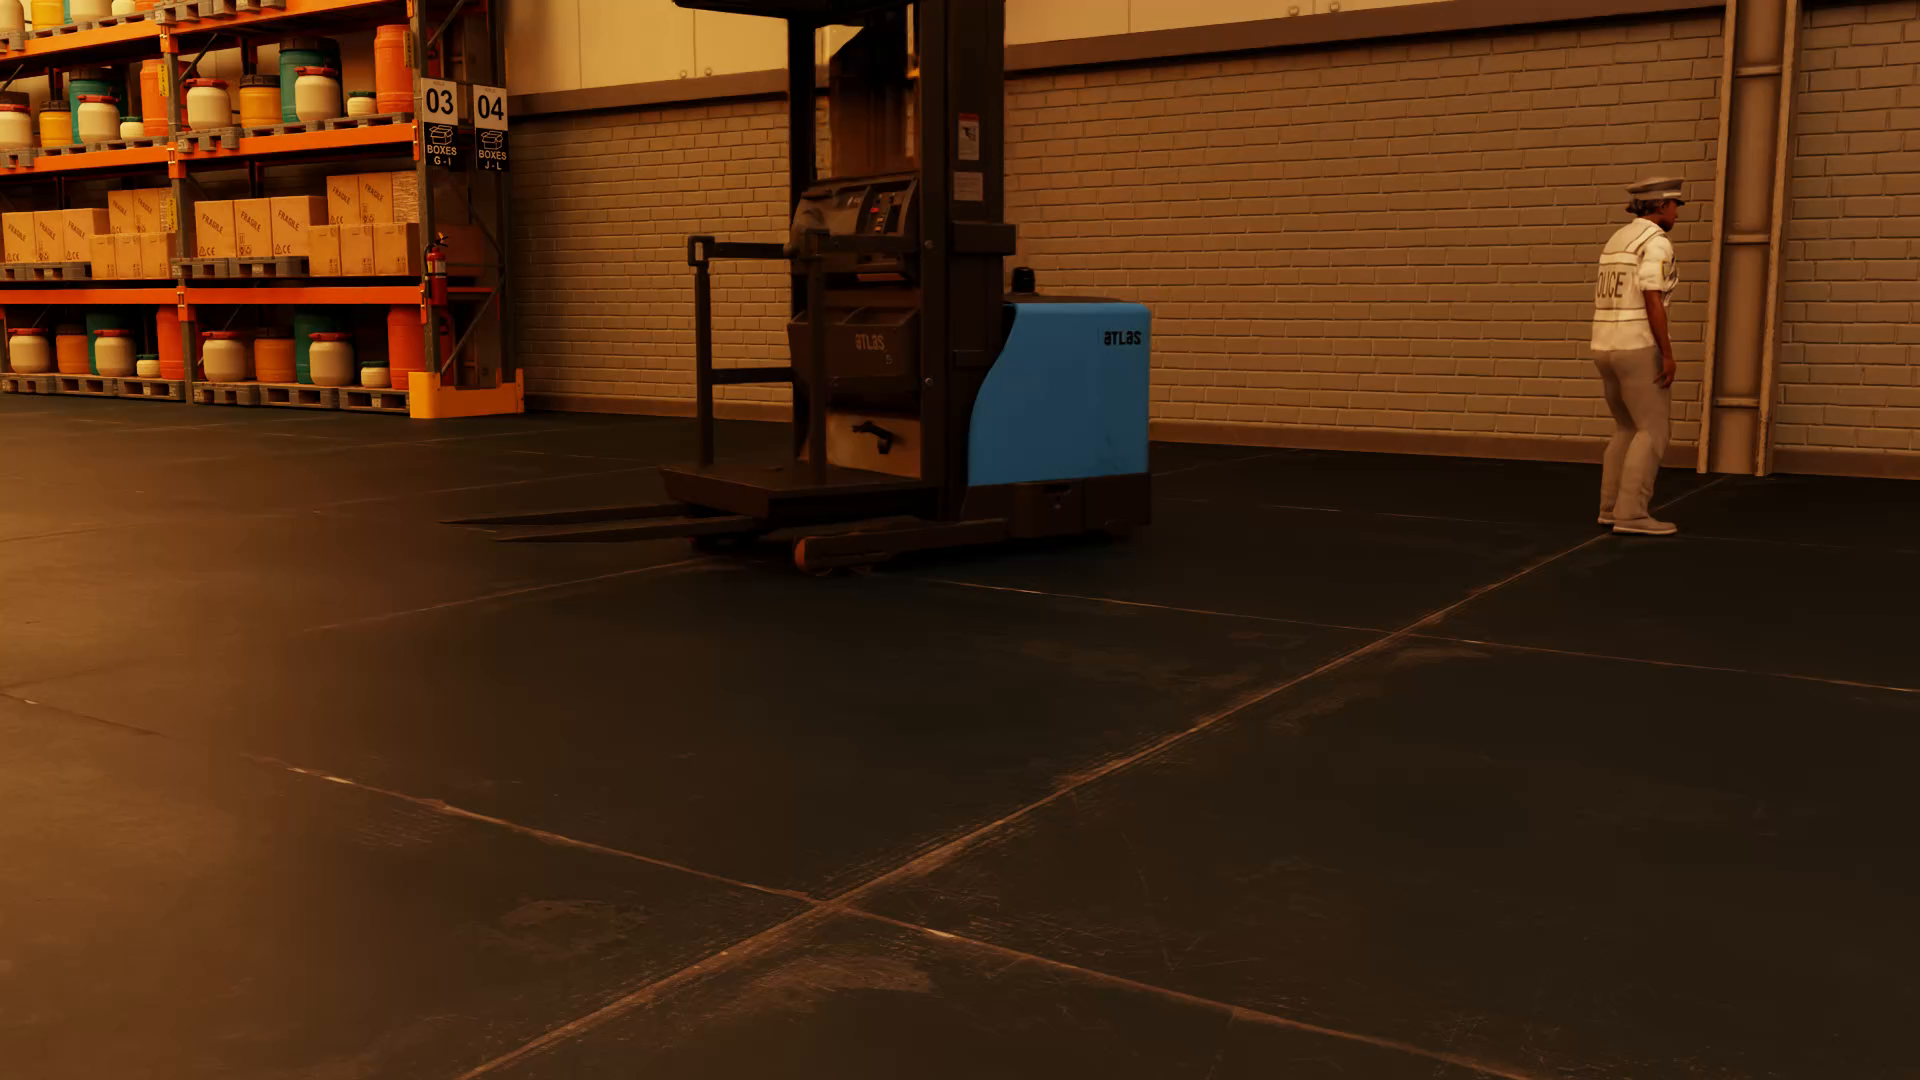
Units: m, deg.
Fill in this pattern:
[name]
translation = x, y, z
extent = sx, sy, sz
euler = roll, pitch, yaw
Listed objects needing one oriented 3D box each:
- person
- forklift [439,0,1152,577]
[person]
translation = 3.195, -0.861, 7.820
extent = 0.405, 1.669, 0.505
euler = -1, 8, -5
[forklift]
translation = -0.625, -1.390, 6.969
extent = 3.031, 2.935, 1.130
euler = -6, 10, -34
